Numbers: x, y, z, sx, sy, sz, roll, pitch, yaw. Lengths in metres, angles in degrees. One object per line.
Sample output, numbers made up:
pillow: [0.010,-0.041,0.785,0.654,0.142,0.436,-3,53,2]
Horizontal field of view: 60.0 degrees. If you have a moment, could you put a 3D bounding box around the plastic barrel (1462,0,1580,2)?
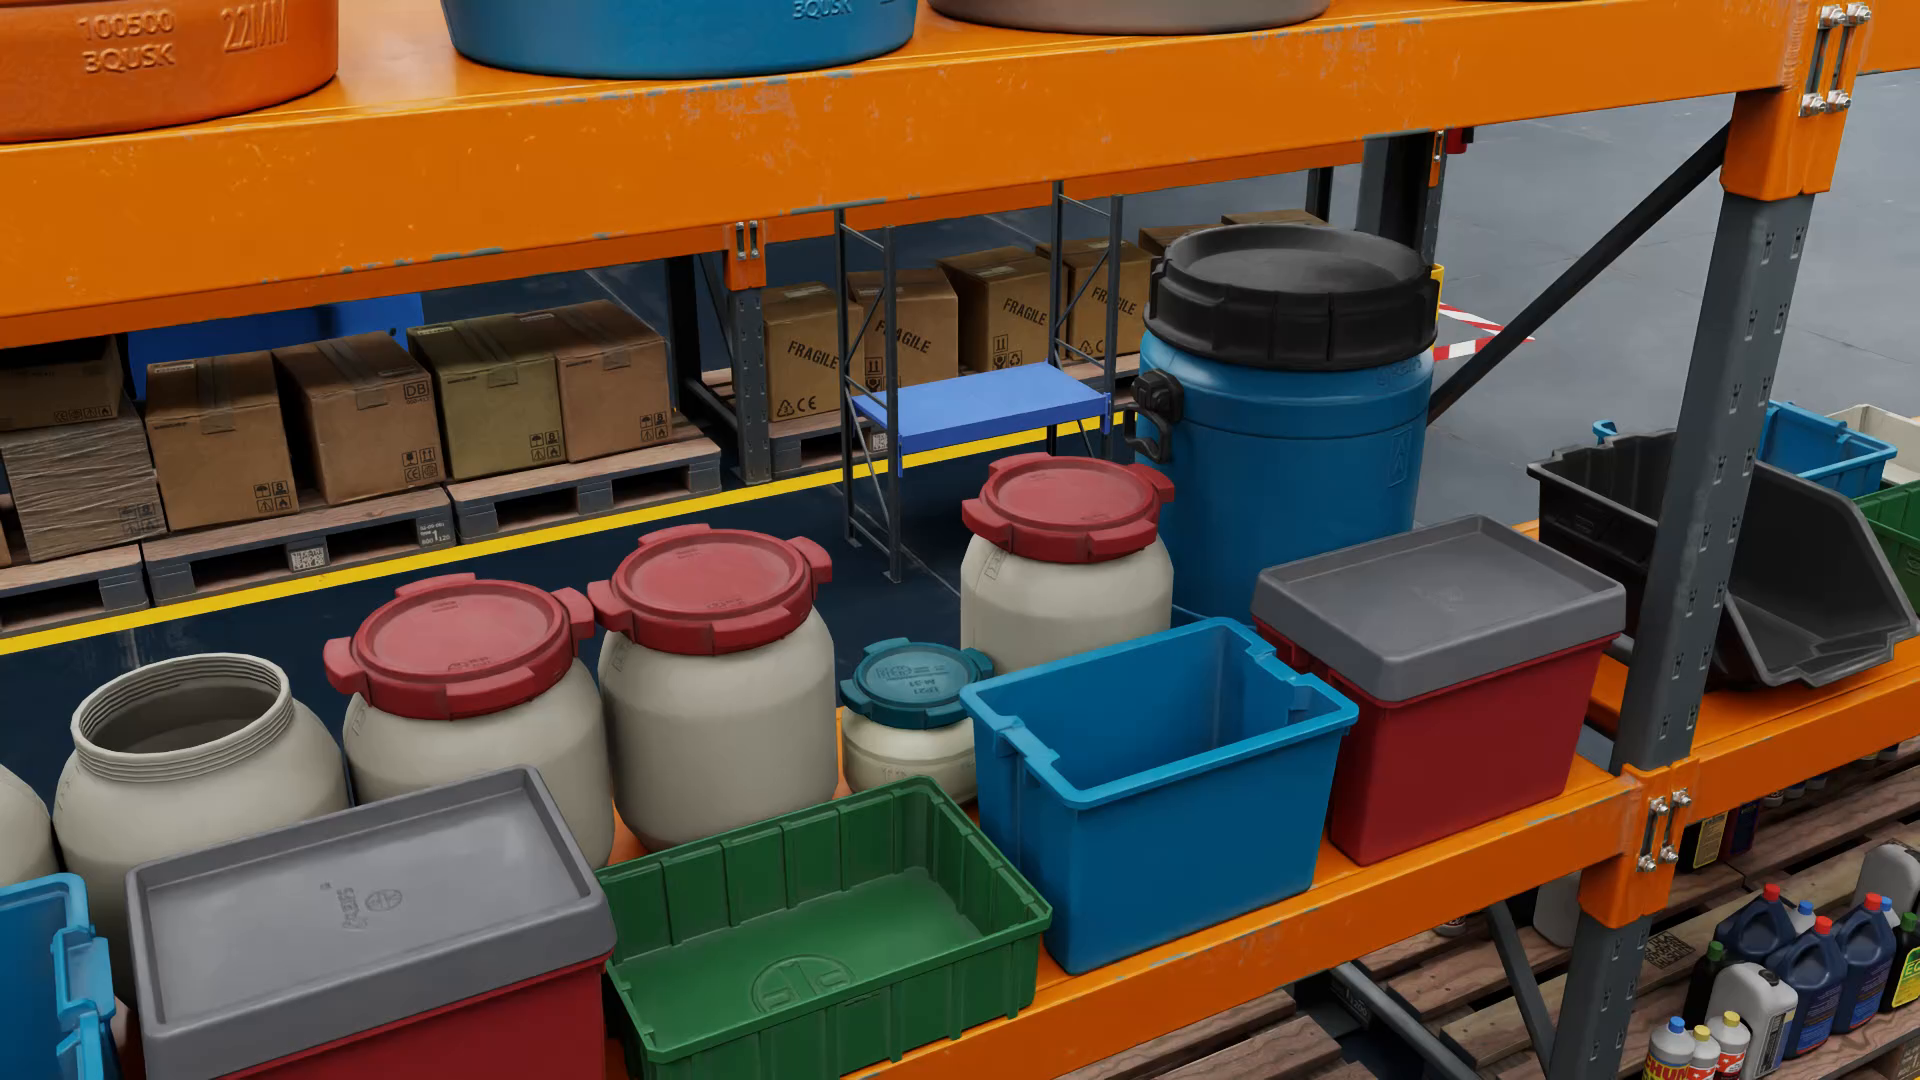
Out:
plastic barrel: [0.813,-1.300,2.447,0.708,0.901,0.600,-13,29,-25]

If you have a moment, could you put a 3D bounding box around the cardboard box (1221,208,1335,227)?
cardboard box: [1.799,-1.556,9.428,0.500,0.500,0.500,-8,27,-16]

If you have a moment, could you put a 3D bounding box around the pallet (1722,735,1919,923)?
pallet: [2.849,0.978,4.969,1.213,0.211,1.003,-13,29,-25]

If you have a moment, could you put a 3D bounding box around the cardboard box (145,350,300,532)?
cardboard box: [-3.139,-0.436,7.073,0.500,0.500,0.700,-11,28,-21]

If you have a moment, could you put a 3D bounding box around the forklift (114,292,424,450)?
forklift: [-4.318,-1.951,7.926,3.031,2.935,1.130,3,26,5]

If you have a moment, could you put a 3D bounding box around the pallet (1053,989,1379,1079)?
pallet: [0.485,1.524,3.832,1.213,0.211,1.003,-13,29,-25]

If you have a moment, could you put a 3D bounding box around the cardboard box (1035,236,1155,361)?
cardboard box: [0.727,-1.301,8.897,0.500,0.500,0.500,-10,27,-20]

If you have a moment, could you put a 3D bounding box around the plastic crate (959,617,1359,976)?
plastic crate: [0.332,0.443,2.881,0.575,0.384,0.392,-13,29,-25]

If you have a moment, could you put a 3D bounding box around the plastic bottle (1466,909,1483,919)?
plastic bottle: [1.429,0.894,4.552,0.133,0.283,0.061,-11,28,-23]

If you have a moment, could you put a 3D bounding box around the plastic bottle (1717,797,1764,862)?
plastic bottle: [2.242,0.781,4.788,0.133,0.283,0.061,-13,29,-25]

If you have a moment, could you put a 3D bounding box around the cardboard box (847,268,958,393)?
cardboard box: [-0.298,-1.048,8.370,0.500,0.500,0.500,-4,26,-9]

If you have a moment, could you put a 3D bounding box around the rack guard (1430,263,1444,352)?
rack guard: [2.291,-1.472,9.738,0.348,0.500,1.175,-13,29,-25]

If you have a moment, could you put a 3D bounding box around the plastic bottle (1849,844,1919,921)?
plastic bottle: [2.517,0.939,4.467,0.135,0.276,0.152,-13,29,-25]

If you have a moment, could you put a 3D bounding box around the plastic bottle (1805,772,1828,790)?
plastic bottle: [2.640,0.629,5.118,0.097,0.271,0.097,0,26,0]

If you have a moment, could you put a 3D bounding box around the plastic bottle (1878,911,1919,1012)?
plastic bottle: [2.399,1.056,4.215,0.133,0.283,0.061,-12,28,-23]

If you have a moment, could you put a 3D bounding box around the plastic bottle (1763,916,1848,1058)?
plastic bottle: [2.067,1.082,4.083,0.185,0.351,0.144,-12,28,-24]

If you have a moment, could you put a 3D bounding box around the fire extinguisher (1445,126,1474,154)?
fire extinguisher: [2.676,-2.427,8.928,0.183,0.674,0.296,-13,29,-25]

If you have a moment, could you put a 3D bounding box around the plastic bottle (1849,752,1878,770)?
plastic bottle: [2.851,0.612,5.235,0.097,0.201,0.097,0,26,0]

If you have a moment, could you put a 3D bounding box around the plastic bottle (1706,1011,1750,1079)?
plastic bottle: [1.826,1.216,3.976,0.097,0.201,0.097,0,26,0]

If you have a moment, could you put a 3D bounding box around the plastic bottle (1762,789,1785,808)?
plastic bottle: [2.464,0.701,5.049,0.097,0.201,0.097,0,26,0]

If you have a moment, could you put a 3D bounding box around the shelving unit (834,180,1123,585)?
shelving unit: [0.075,-0.693,6.962,1.048,1.500,0.538,-13,29,-25]

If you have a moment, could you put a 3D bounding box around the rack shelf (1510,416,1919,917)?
rack shelf: [2.924,0.009,4.597,4.000,0.370,1.077,-13,29,-25]

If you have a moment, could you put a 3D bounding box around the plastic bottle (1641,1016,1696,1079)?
plastic bottle: [1.647,1.226,3.875,0.097,0.271,0.097,0,26,0]

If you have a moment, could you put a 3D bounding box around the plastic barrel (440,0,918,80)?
plastic barrel: [-0.341,-1.033,1.892,0.708,0.901,0.600,-13,29,-25]

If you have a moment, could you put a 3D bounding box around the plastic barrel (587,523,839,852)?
plastic barrel: [-0.435,0.291,3.021,0.433,0.535,0.433,0,26,0]

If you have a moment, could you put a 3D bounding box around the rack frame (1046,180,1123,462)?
rack frame: [0.524,-0.797,7.177,0.032,1.500,0.500,-13,29,-25]

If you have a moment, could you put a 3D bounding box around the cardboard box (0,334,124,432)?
cardboard box: [-3.660,-0.654,6.660,0.500,0.250,0.500,-10,27,-19]

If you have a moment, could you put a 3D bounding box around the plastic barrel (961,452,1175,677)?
plastic barrel: [0.212,0.142,3.332,0.433,0.535,0.433,0,26,0]

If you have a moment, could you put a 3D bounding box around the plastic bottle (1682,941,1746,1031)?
plastic bottle: [1.869,1.104,4.115,0.133,0.283,0.061,-13,29,-25]

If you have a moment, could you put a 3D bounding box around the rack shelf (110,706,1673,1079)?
rack shelf: [-0.605,0.824,2.900,4.000,0.370,1.077,-13,29,-25]

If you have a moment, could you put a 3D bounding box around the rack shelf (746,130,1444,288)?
rack shelf: [0.593,-1.883,8.537,4.000,0.370,1.077,-13,29,-25]

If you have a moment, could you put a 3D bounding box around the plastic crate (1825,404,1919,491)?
plastic crate: [2.473,-0.217,4.540,0.437,0.136,0.530,-13,29,-25]

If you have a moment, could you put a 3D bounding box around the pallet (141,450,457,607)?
pallet: [-2.935,-0.133,7.284,1.213,0.211,1.003,-13,29,-25]

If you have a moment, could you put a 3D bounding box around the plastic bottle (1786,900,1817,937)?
plastic bottle: [2.138,1.042,4.258,0.097,0.271,0.097,0,26,0]

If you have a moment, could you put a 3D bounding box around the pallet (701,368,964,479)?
pallet: [-0.595,-0.693,8.449,1.213,0.211,1.003,-13,29,-25]

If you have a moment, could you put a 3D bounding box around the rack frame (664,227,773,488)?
rack frame: [-1.171,-1.800,7.533,0.127,3.000,1.000,-13,29,-25]

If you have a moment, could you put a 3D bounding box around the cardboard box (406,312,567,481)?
cardboard box: [-2.153,-0.664,7.548,0.500,0.500,0.700,-13,29,-25]

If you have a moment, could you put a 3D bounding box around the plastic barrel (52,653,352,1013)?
plastic barrel: [-1.191,0.479,2.657,0.421,0.512,0.421,0,26,0]

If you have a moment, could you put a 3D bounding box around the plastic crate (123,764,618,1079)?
plastic crate: [-0.800,0.666,2.324,0.583,0.464,0.402,-13,29,-25]

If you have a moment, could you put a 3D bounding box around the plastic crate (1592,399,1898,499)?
plastic crate: [2.008,-0.170,4.310,0.616,0.251,0.499,-13,29,-25]

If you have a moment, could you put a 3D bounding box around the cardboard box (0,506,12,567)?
cardboard box: [-4.119,-0.200,6.582,0.500,0.500,0.700,-15,29,-28]

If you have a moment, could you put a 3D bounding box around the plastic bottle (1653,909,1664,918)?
plastic bottle: [1.853,0.893,4.564,0.135,0.276,0.152,-13,29,-25]
